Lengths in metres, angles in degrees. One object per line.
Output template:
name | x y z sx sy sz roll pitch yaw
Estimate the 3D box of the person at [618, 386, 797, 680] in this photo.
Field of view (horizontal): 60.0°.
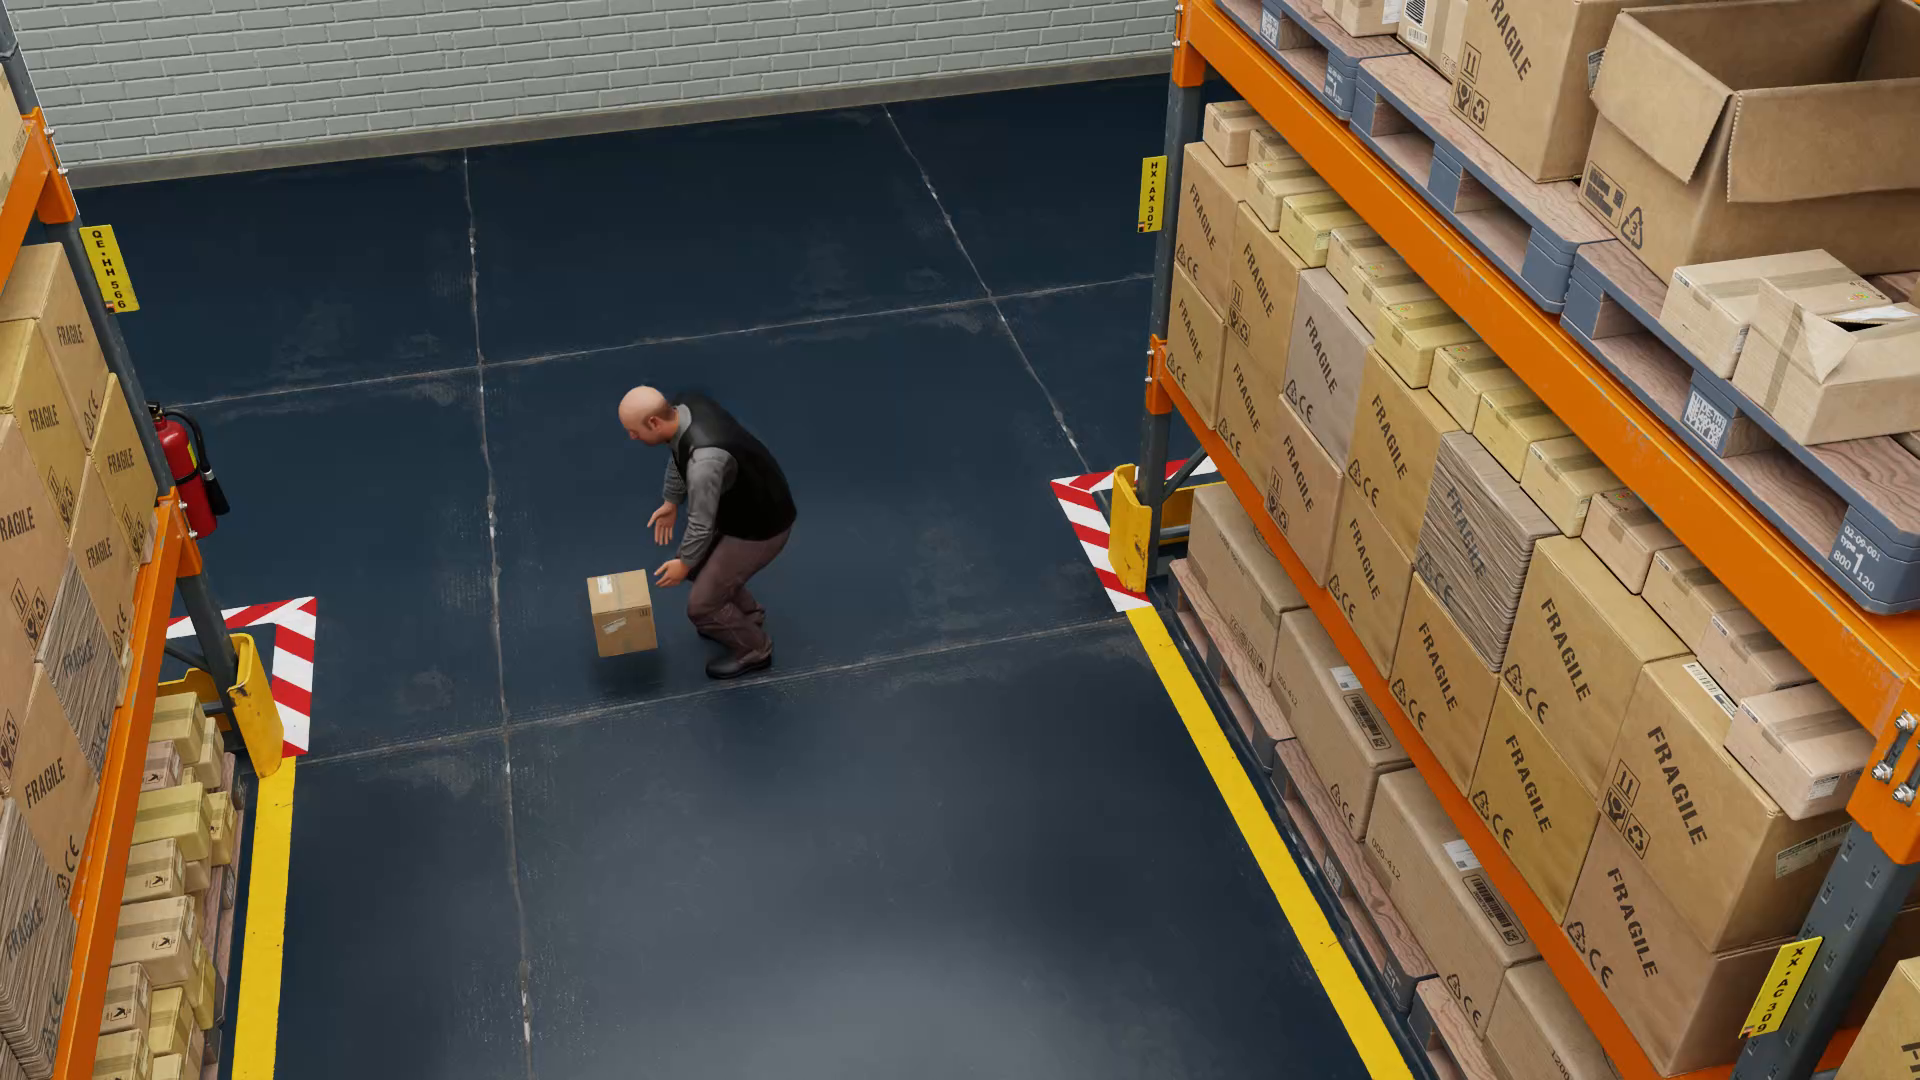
person | -1.025 -0.055 7.023 0.669 1.462 0.590 -9 39 -12
